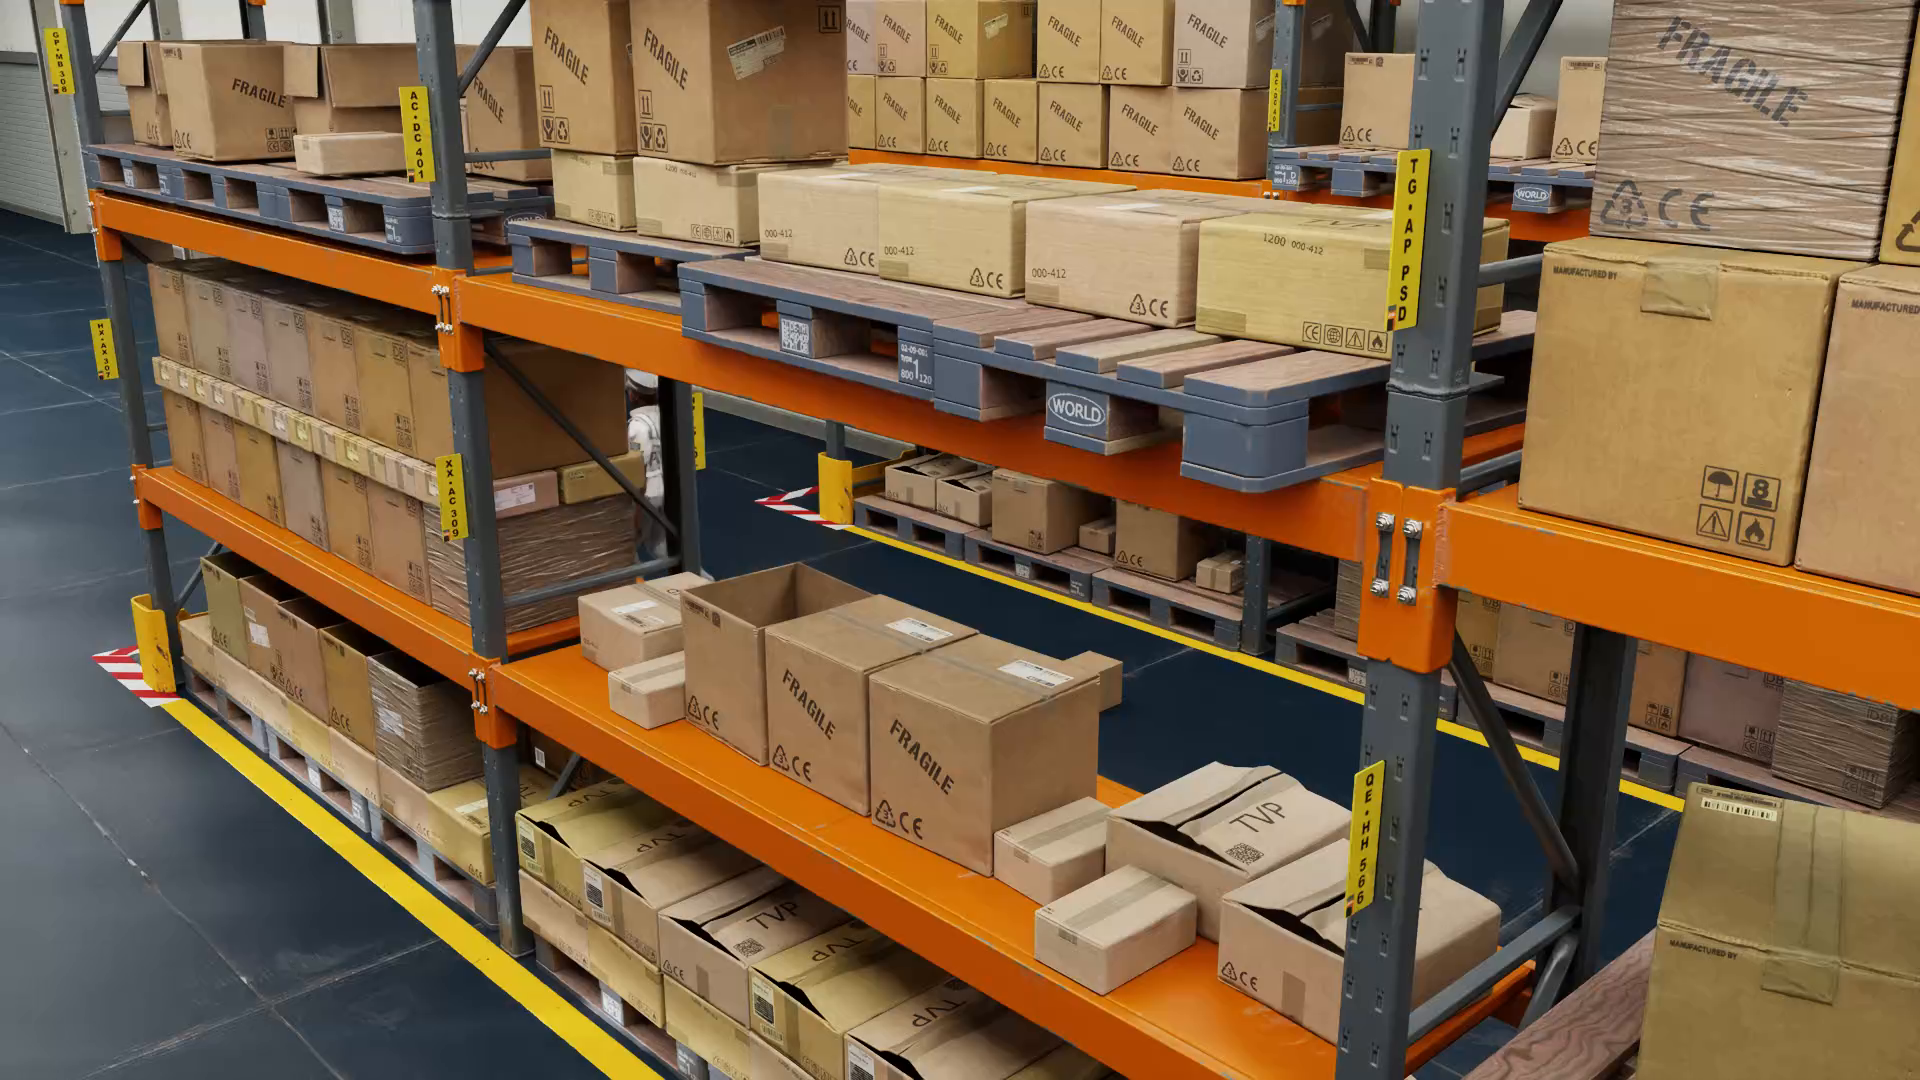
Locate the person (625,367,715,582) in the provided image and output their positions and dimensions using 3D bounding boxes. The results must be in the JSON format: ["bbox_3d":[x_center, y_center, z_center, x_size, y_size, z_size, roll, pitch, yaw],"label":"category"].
[{"bbox_3d":[-1.905,-0.277,10.338,0.767,1.662,0.458,7,19,20],"label":"person"}]
